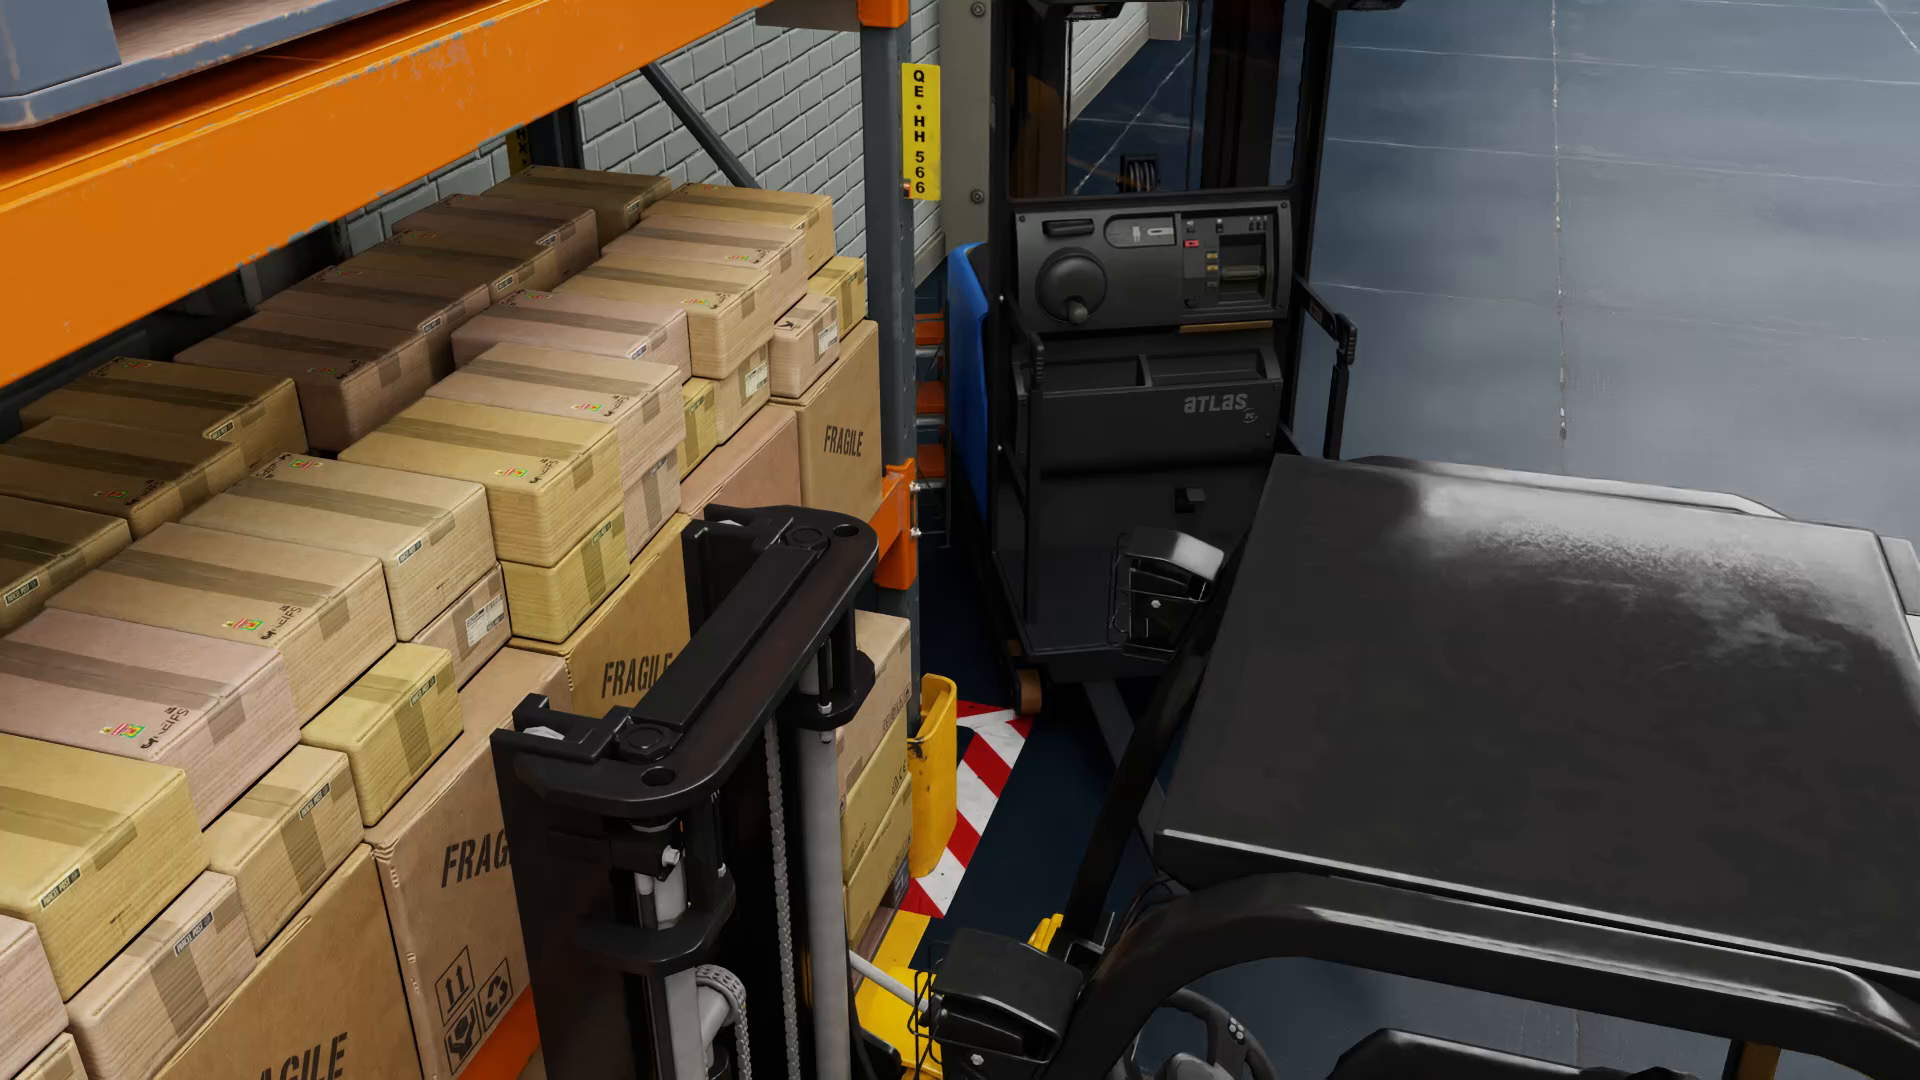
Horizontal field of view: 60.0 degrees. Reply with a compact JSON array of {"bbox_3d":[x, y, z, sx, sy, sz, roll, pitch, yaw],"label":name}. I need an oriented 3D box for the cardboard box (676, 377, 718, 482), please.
[{"bbox_3d":[-0.709,-0.226,3.301,0.380,0.149,0.250,8,30,15],"label":"cardboard box"}]

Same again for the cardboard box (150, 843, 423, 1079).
[{"bbox_3d":[-1.120,0.718,2.272,0.500,0.500,0.500,8,30,14],"label":"cardboard box"}]

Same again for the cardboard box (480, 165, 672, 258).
[{"bbox_3d":[-0.913,-0.780,3.991,0.380,0.149,0.250,8,30,14],"label":"cardboard box"}]

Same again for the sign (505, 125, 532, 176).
[{"bbox_3d":[-1.139,-0.944,4.389,0.100,0.325,0.005,8,30,15],"label":"sign"}]

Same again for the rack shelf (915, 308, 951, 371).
[{"bbox_3d":[-0.154,-0.723,6.408,0.215,0.259,0.240,-4,29,-6],"label":"rack shelf"}]

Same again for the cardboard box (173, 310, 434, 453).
[{"bbox_3d":[-1.226,-0.300,3.127,0.380,0.149,0.250,9,30,16],"label":"cardboard box"}]

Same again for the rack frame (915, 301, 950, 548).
[{"bbox_3d":[-0.139,-0.425,6.435,0.200,1.050,0.008,-4,29,-6],"label":"rack frame"}]

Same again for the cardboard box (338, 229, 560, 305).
[{"bbox_3d":[-1.086,-0.539,3.557,0.380,0.149,0.250,9,30,16],"label":"cardboard box"}]

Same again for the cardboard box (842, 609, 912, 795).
[{"bbox_3d":[-0.447,0.391,4.330,0.500,0.250,0.500,10,30,17],"label":"cardboard box"}]

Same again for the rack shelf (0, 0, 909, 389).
[{"bbox_3d":[-1.197,-0.516,2.246,1.077,0.370,4.000,8,30,15],"label":"rack shelf"}]

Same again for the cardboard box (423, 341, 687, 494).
[{"bbox_3d":[-0.722,-0.223,2.989,0.380,0.149,0.250,9,30,16],"label":"cardboard box"}]

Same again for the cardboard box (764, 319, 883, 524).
[{"bbox_3d":[-0.504,-0.226,3.968,0.500,0.500,0.500,8,30,14],"label":"cardboard box"}]

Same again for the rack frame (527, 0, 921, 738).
[{"bbox_3d":[-0.610,-0.449,4.471,1.000,3.000,0.127,8,30,15],"label":"rack frame"}]

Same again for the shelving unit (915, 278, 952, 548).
[{"bbox_3d":[-0.154,-0.484,6.540,0.215,1.050,0.252,-4,29,-6],"label":"shelving unit"}]

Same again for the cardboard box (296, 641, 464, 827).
[{"bbox_3d":[-0.966,0.257,2.433,0.380,0.149,0.250,8,30,14],"label":"cardboard box"}]

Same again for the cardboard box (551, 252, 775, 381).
[{"bbox_3d":[-0.607,-0.465,3.424,0.380,0.149,0.250,9,30,16],"label":"cardboard box"}]

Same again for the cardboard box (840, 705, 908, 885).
[{"bbox_3d":[-0.454,0.622,4.429,0.500,0.250,0.500,8,30,14],"label":"cardboard box"}]

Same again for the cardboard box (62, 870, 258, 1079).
[{"bbox_3d":[-1.093,0.501,1.994,0.380,0.149,0.250,8,30,14],"label":"cardboard box"}]

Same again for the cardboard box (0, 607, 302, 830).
[{"bbox_3d":[-1.105,0.237,2.162,0.380,0.149,0.250,8,30,15],"label":"cardboard box"}]

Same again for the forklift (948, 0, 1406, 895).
[{"bbox_3d":[0.677,-0.868,5.296,1.130,2.935,3.031,-4,29,-8],"label":"forklift"}]

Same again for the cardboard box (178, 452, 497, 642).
[{"bbox_3d":[-0.959,0.004,2.581,0.380,0.149,0.250,9,30,16],"label":"cardboard box"}]

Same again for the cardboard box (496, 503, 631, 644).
[{"bbox_3d":[-0.797,0.025,2.850,0.380,0.149,0.250,9,30,15],"label":"cardboard box"}]

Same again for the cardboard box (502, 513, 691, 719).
[{"bbox_3d":[-0.815,0.252,3.109,0.500,0.500,0.500,8,30,14],"label":"cardboard box"}]

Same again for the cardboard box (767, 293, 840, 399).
[{"bbox_3d":[-0.491,-0.452,3.707,0.380,0.149,0.250,9,30,16],"label":"cardboard box"}]

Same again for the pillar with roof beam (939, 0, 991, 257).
[{"bbox_3d":[4.200,-5.049,6.570,9.100,9.000,0.400,8,30,15],"label":"pillar with roof beam"}]

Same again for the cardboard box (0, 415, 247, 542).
[{"bbox_3d":[-1.394,-0.066,2.706,0.380,0.149,0.250,9,30,15],"label":"cardboard box"}]

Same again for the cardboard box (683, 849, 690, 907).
[{"bbox_3d":[-0.730,0.865,3.478,0.500,0.250,0.500,9,30,16],"label":"cardboard box"}]

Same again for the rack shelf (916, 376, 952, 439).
[{"bbox_3d":[-0.154,-0.475,6.546,0.215,0.259,0.240,-4,29,-6],"label":"rack shelf"}]

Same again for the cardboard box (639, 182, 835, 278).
[{"bbox_3d":[-0.514,-0.709,3.864,0.380,0.149,0.250,9,30,15],"label":"cardboard box"}]

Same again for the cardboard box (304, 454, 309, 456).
[{"bbox_3d":[-1.403,-0.068,3.016,0.380,0.149,0.250,10,30,17],"label":"cardboard box"}]

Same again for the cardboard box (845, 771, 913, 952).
[{"bbox_3d":[-0.446,0.833,4.564,0.500,0.250,0.500,9,30,15],"label":"cardboard box"}]

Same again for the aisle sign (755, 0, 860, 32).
[{"bbox_3d":[-0.310,-1.573,3.819,0.394,0.787,0.004,8,30,15],"label":"aisle sign"}]

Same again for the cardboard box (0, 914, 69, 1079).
[{"bbox_3d":[-1.177,0.488,1.711,0.380,0.149,0.250,9,30,16],"label":"cardboard box"}]

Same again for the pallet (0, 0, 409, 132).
[{"bbox_3d":[-1.199,-0.827,2.157,1.003,0.211,1.213,8,30,15],"label":"pallet"}]
